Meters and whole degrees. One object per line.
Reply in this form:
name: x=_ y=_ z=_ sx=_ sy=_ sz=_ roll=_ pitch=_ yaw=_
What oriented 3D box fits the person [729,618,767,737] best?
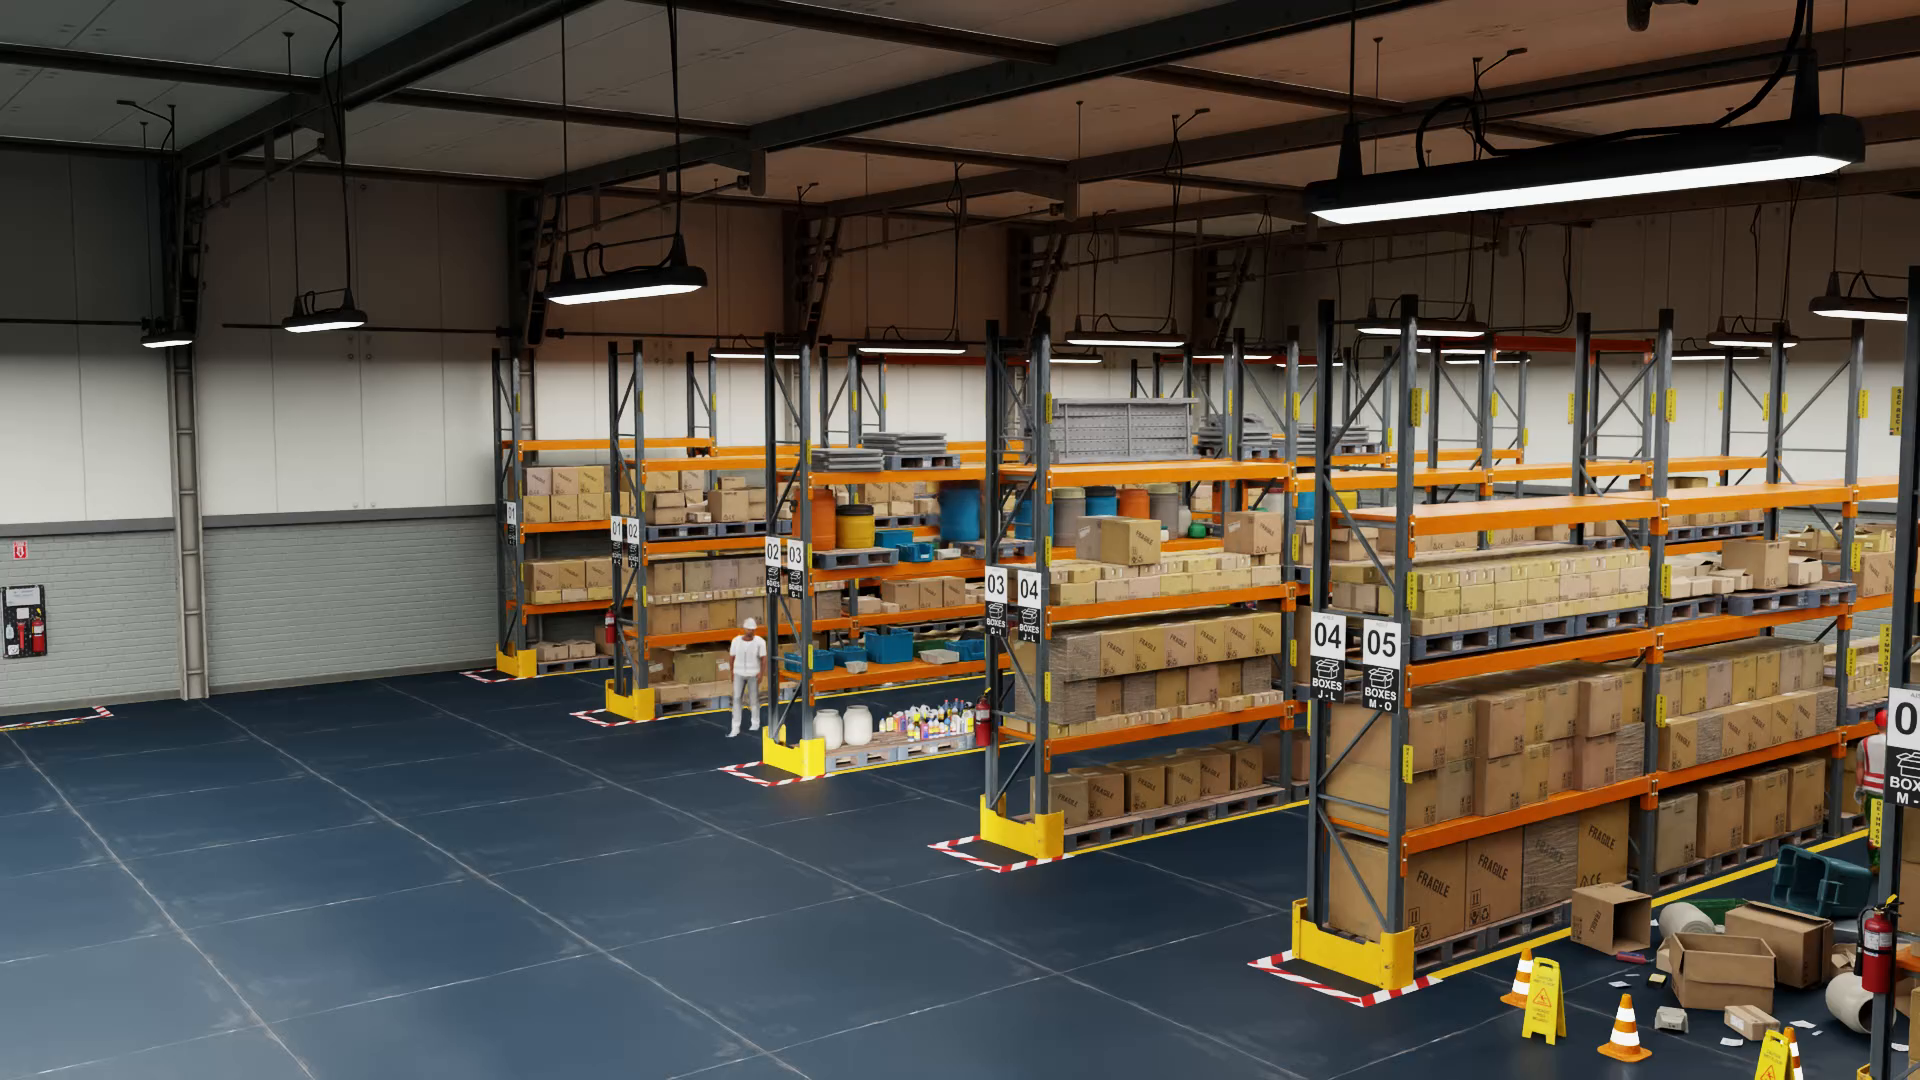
person: x=-3.259 y=2.080 z=25.353 sx=0.599 sy=1.744 sz=0.796 roll=0 pitch=5 yaw=2

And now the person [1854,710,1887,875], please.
person: x=9.882 y=2.717 z=17.822 sx=0.551 sy=1.787 sz=0.573 roll=-4 pitch=6 yaw=-37
